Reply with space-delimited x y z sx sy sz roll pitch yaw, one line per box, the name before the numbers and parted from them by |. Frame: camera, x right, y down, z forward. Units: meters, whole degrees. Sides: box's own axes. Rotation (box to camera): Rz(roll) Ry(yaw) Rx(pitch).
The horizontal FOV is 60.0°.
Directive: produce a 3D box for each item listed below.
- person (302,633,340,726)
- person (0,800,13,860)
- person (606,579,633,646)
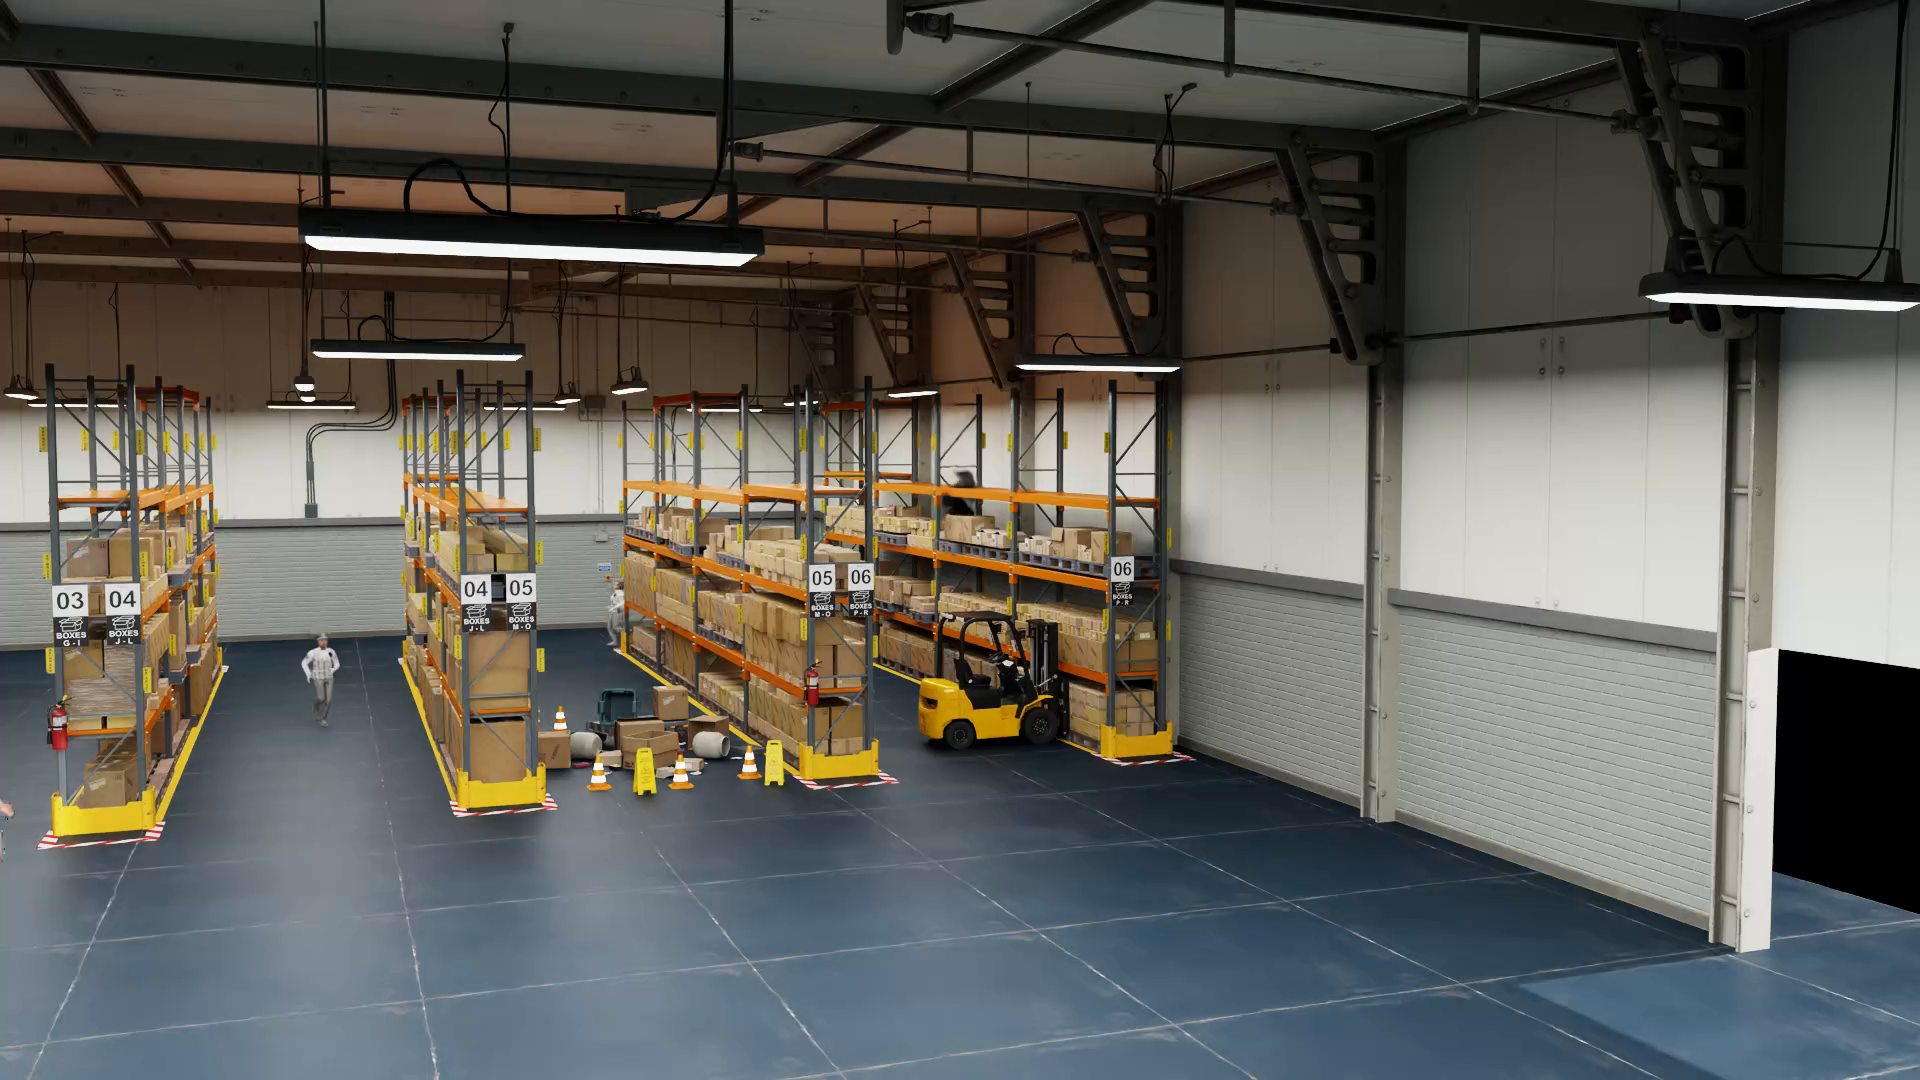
person | -11.227 2.460 29.328 0.603 1.659 0.541 -2 4 -37
person | -10.782 3.094 18.251 0.580 1.677 0.645 0 3 4
person | -8.426 1.778 41.022 0.612 1.649 0.617 -2 4 -27
